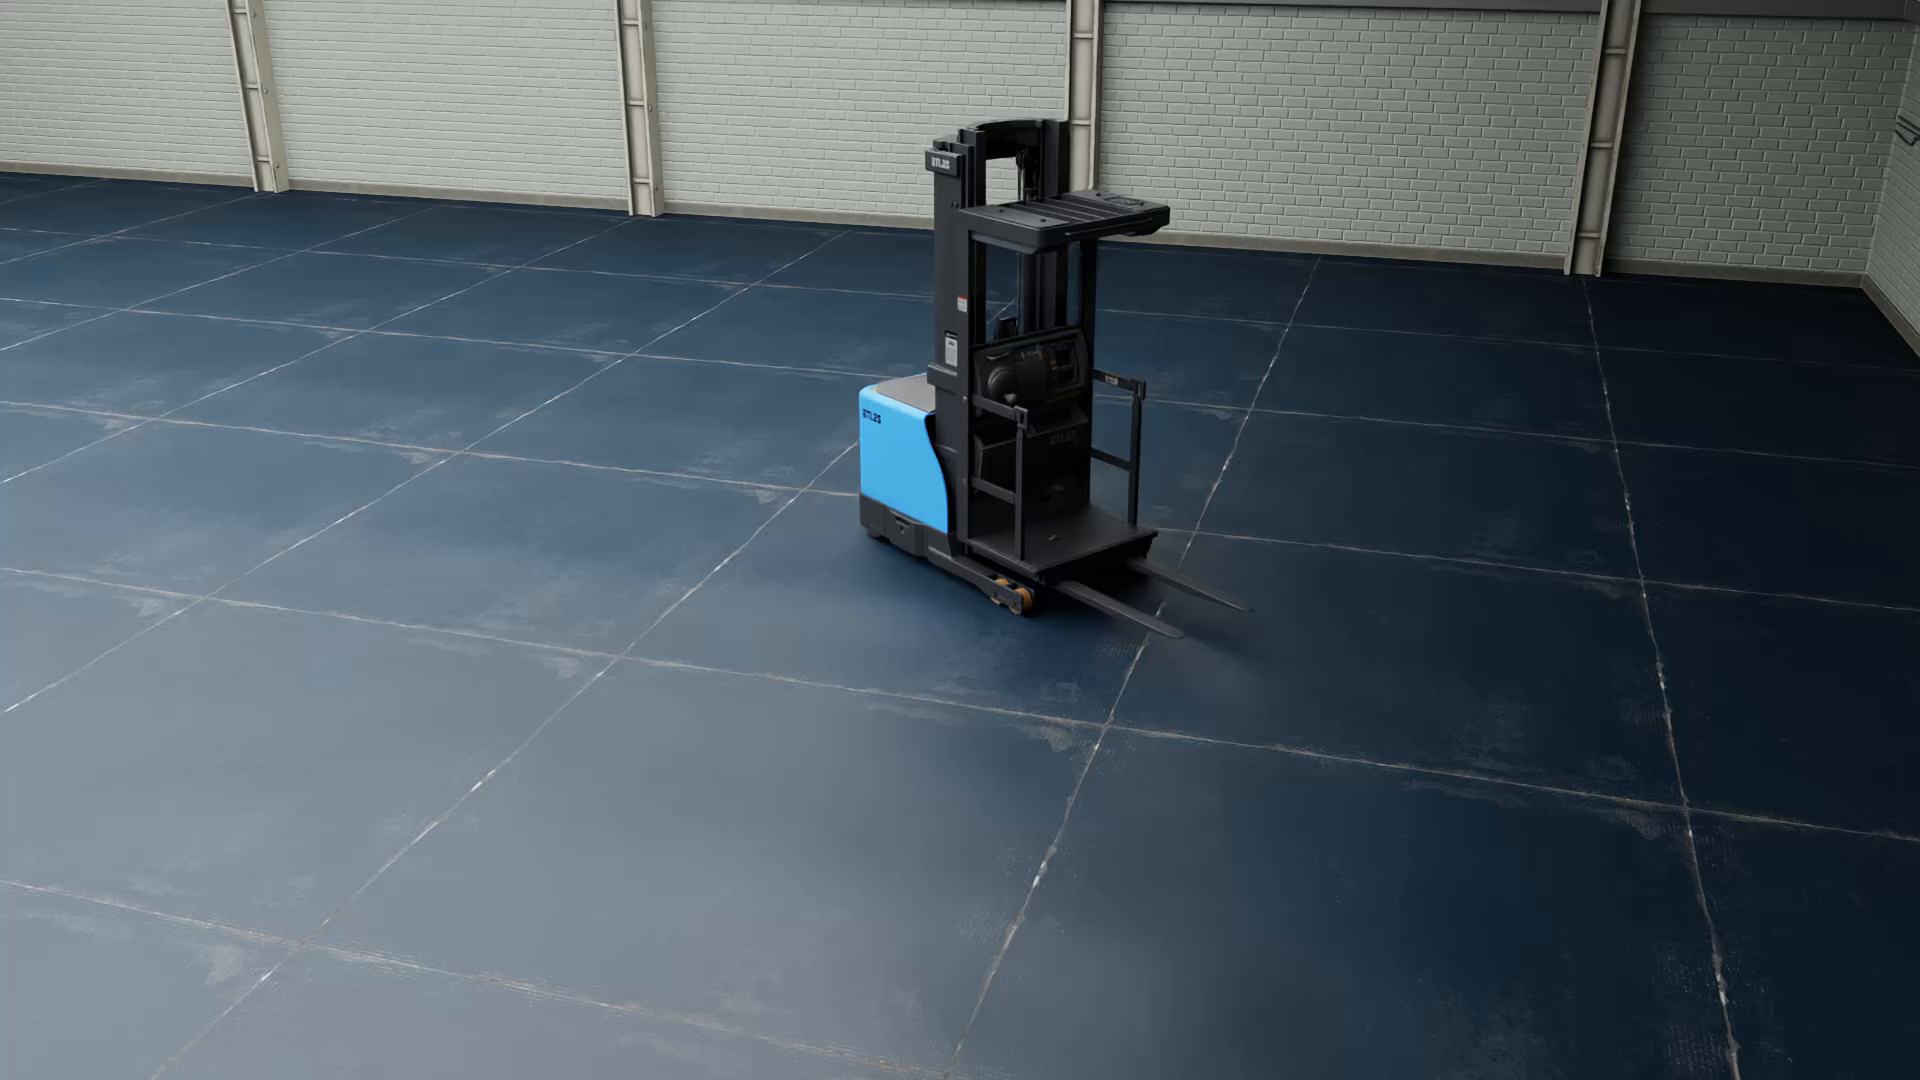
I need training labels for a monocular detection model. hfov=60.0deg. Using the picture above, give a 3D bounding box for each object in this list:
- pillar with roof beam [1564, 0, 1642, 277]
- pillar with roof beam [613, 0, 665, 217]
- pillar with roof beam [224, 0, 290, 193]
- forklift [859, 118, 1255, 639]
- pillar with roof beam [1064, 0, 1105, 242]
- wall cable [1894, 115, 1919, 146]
[{"bbox_3d":[6.001,-5.713,13.839,0.400,9.000,9.100,7,23,16],"label":"pillar with roof beam"},{"bbox_3d":[-5.488,-7.028,17.046,0.400,9.000,9.100,7,23,16],"label":"pillar with roof beam"},{"bbox_3d":[-11.232,-7.686,18.650,0.400,9.000,9.100,7,23,16],"label":"pillar with roof beam"},{"bbox_3d":[0.597,-1.097,10.583,1.130,2.935,3.031,-17,28,-35],"label":"forklift"},{"bbox_3d":[0.257,-6.370,15.443,0.400,9.000,9.100,7,23,16],"label":"pillar with roof beam"},{"bbox_3d":[9.683,-5.037,16.283,0.112,2.526,3.097,7,23,16],"label":"wall cable"}]
